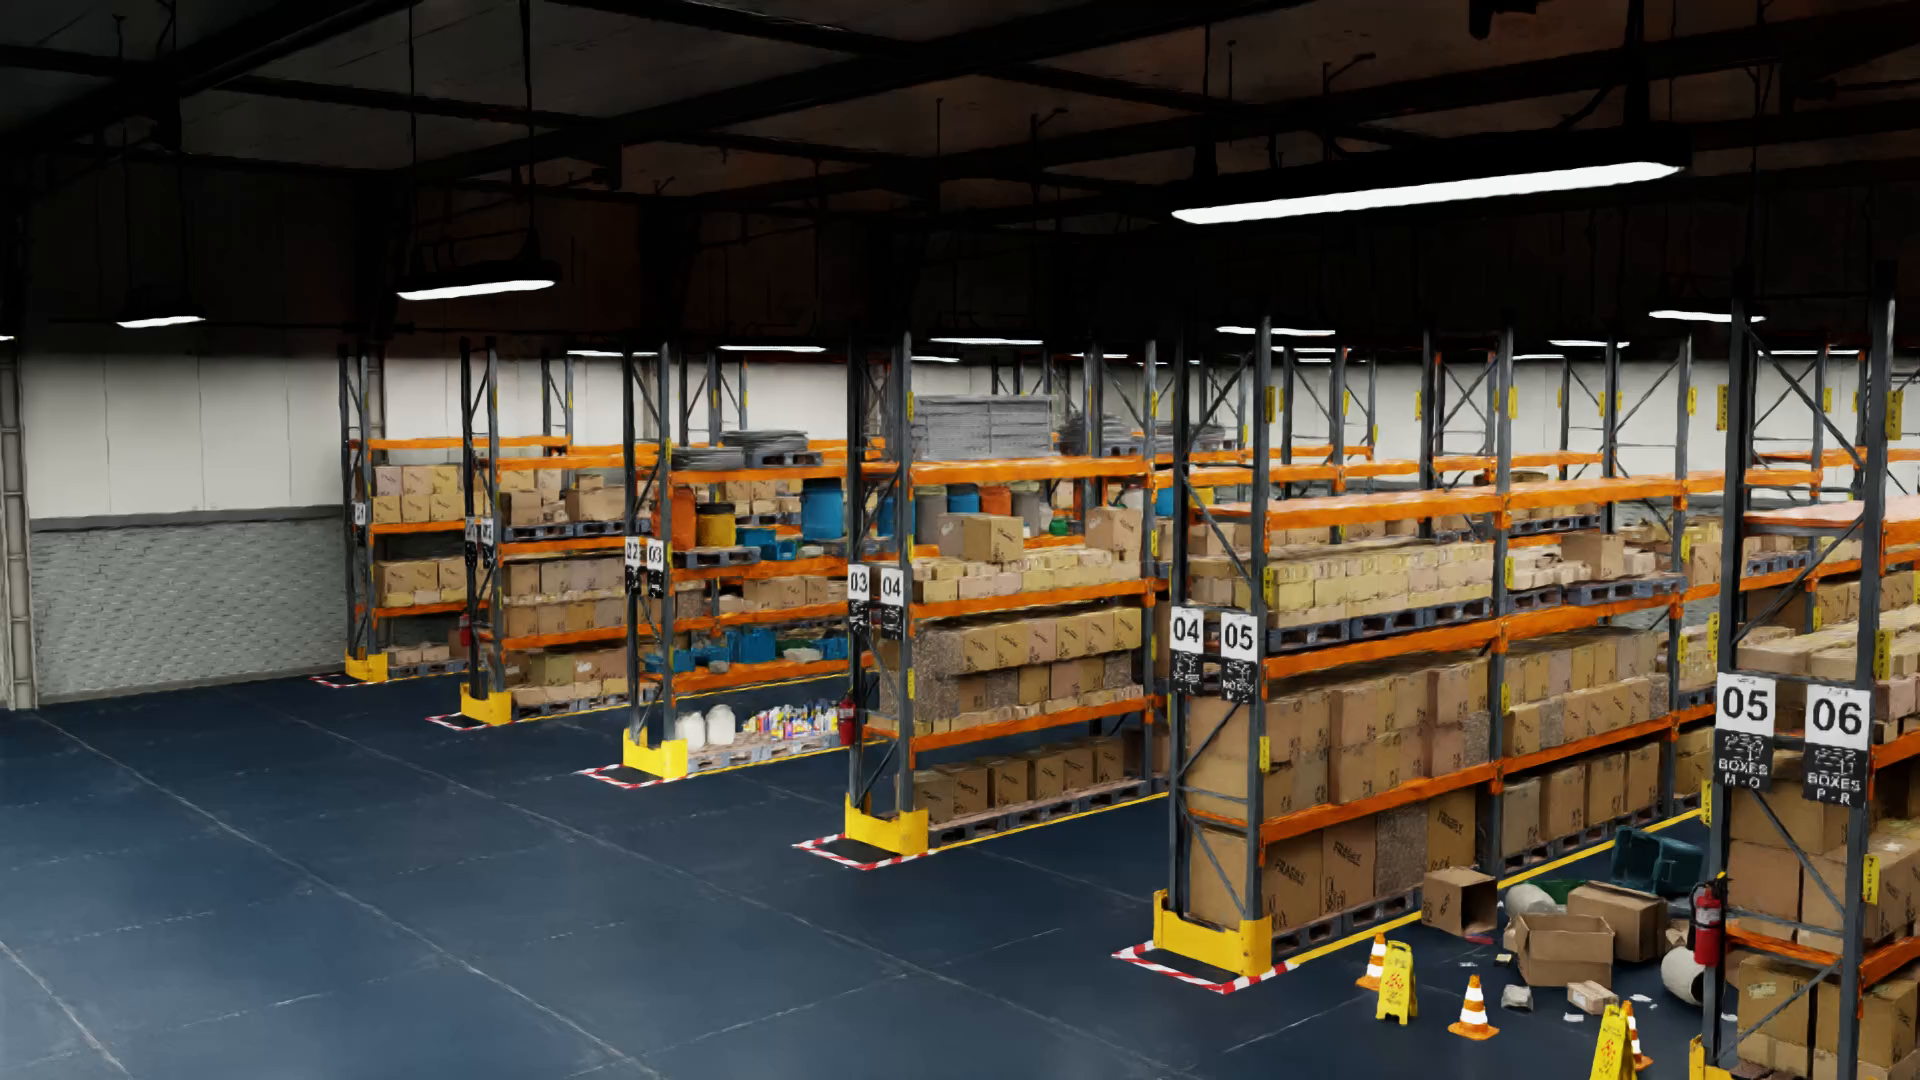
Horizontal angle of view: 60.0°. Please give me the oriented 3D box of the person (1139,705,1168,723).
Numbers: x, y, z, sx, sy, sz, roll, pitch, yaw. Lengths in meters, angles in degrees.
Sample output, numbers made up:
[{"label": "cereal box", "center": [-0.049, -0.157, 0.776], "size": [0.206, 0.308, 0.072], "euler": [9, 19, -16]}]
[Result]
[{"label": "person", "center": [2.899, 2.109, 25.092], "size": [1.110, 1.590, 0.448], "euler": [-4, 7, -40]}]
